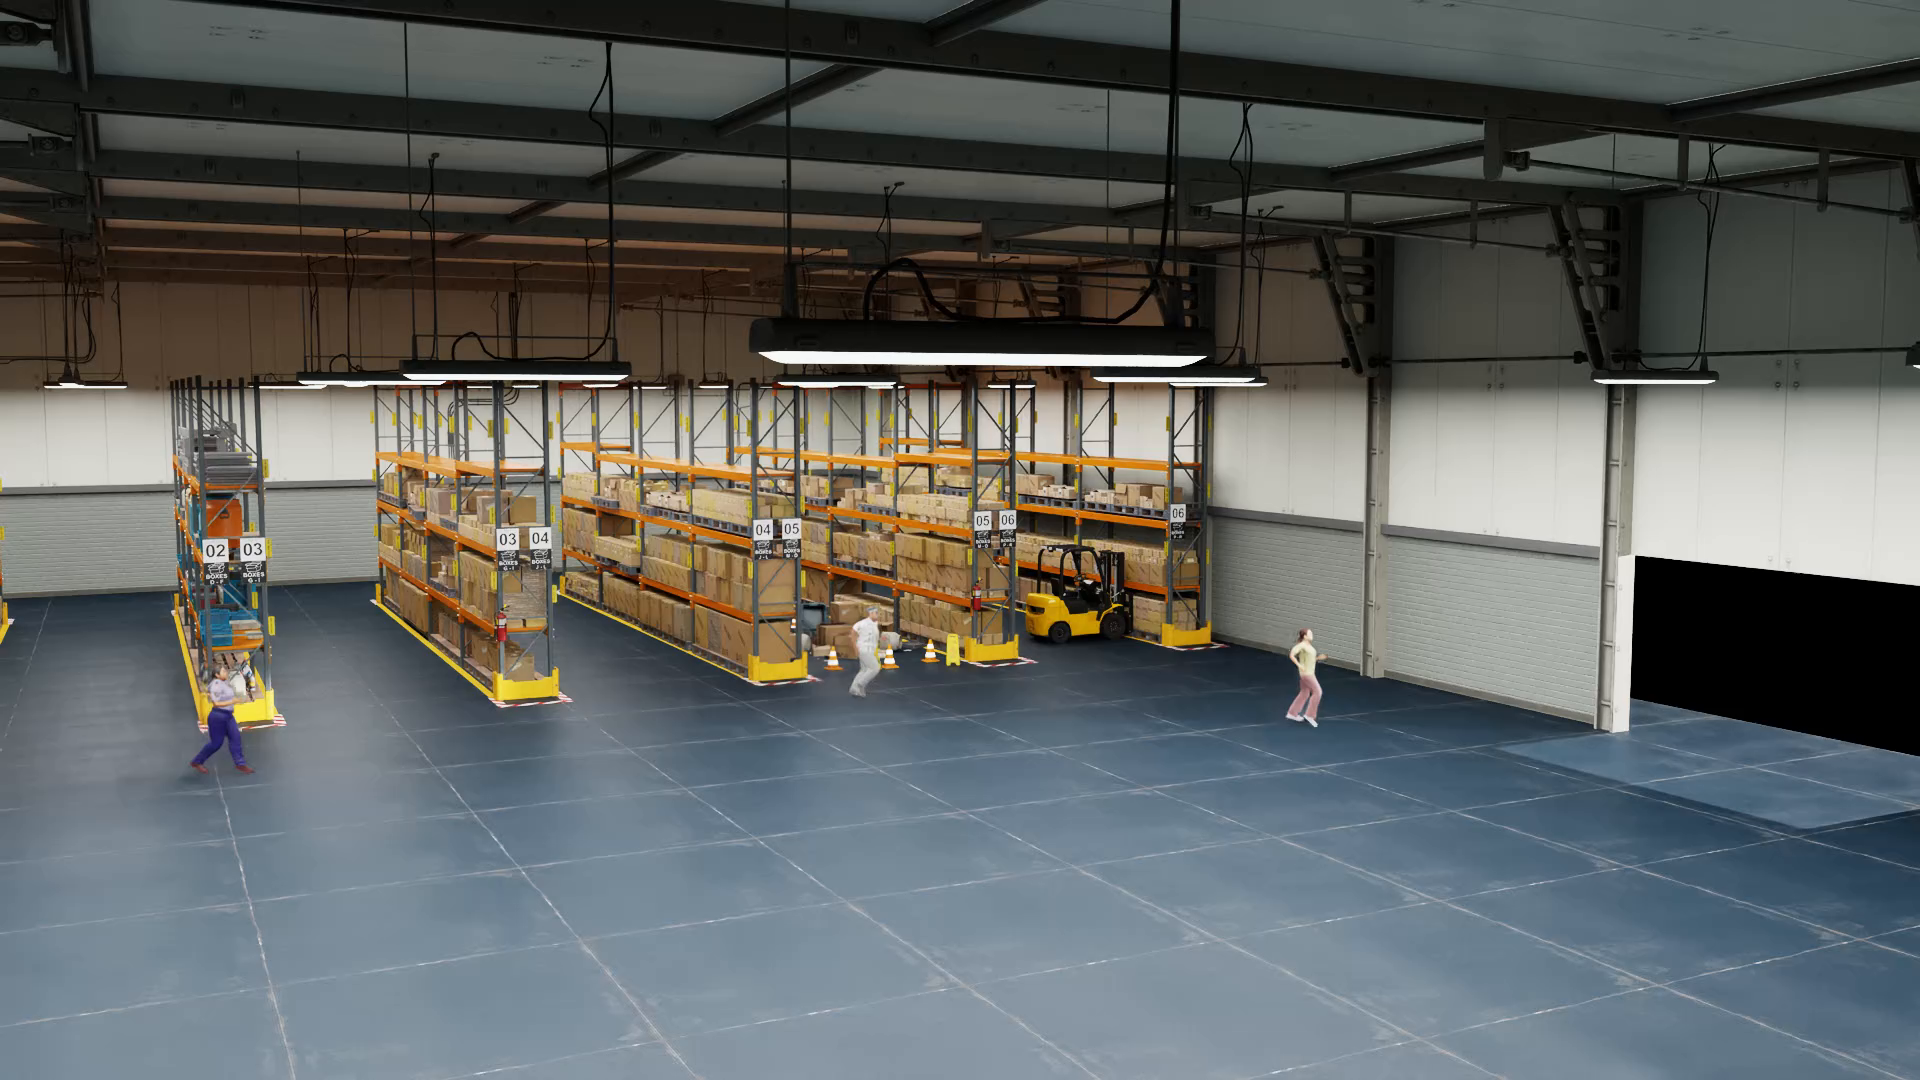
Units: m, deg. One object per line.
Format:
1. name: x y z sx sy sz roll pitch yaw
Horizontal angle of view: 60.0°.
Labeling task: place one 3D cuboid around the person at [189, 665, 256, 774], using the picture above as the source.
1. person: -11.009 2.694 24.756 0.886 1.658 0.602 -1 5 -9

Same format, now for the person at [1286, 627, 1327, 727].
1. person: 5.954 2.351 28.596 0.670 1.715 0.558 2 5 20

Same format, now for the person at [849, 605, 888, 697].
1. person: -1.723 2.083 31.176 0.765 1.736 0.623 1 5 13

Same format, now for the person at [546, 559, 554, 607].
1. person: -11.077 0.954 44.116 0.690 1.710 0.653 -2 6 -25
